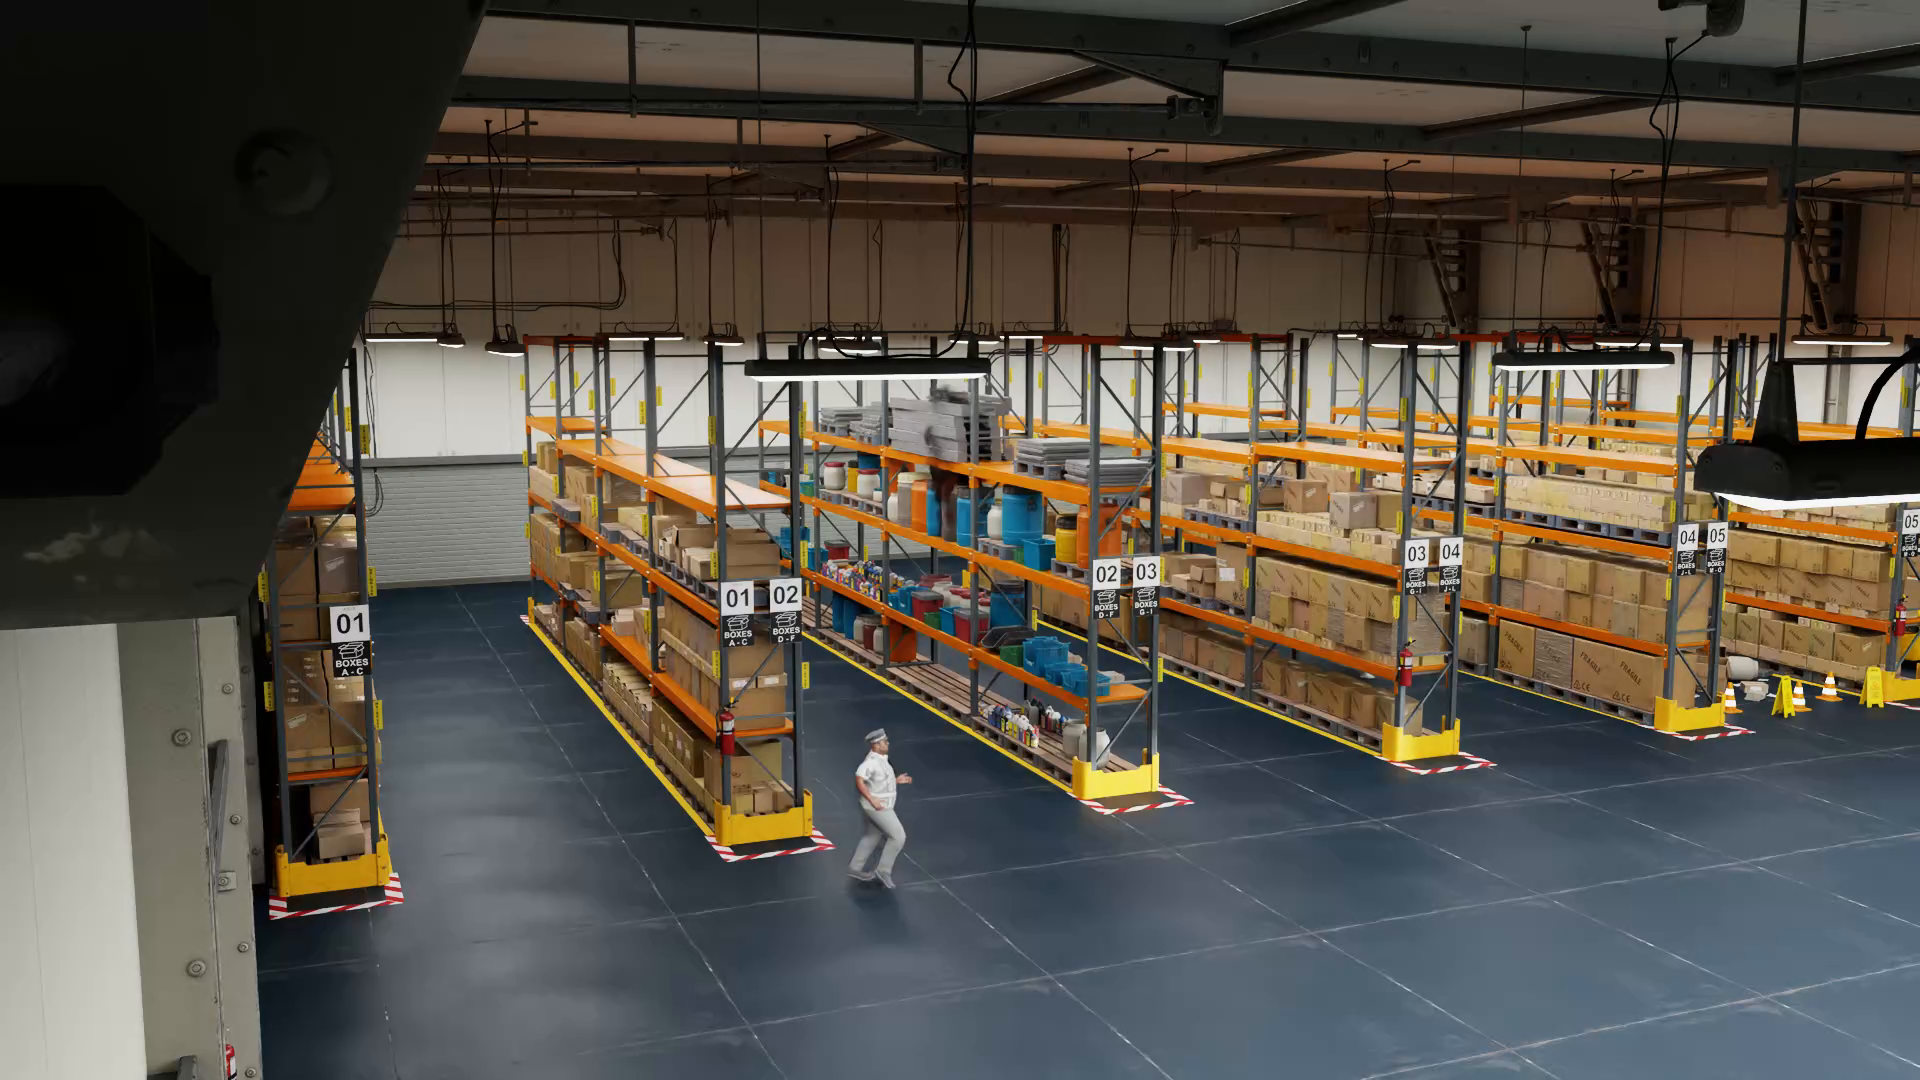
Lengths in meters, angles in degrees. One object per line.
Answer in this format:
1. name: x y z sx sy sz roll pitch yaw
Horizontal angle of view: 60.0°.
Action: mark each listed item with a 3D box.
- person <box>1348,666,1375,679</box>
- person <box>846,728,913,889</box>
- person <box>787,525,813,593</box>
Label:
1. person: 7.054 1.651 29.475 0.576 1.546 0.829 -5 9 -34
2. person: -0.894 3.008 18.617 0.753 1.836 0.636 -1 8 -6
3. person: -3.729 0.446 38.332 0.658 1.692 0.712 0 8 0
